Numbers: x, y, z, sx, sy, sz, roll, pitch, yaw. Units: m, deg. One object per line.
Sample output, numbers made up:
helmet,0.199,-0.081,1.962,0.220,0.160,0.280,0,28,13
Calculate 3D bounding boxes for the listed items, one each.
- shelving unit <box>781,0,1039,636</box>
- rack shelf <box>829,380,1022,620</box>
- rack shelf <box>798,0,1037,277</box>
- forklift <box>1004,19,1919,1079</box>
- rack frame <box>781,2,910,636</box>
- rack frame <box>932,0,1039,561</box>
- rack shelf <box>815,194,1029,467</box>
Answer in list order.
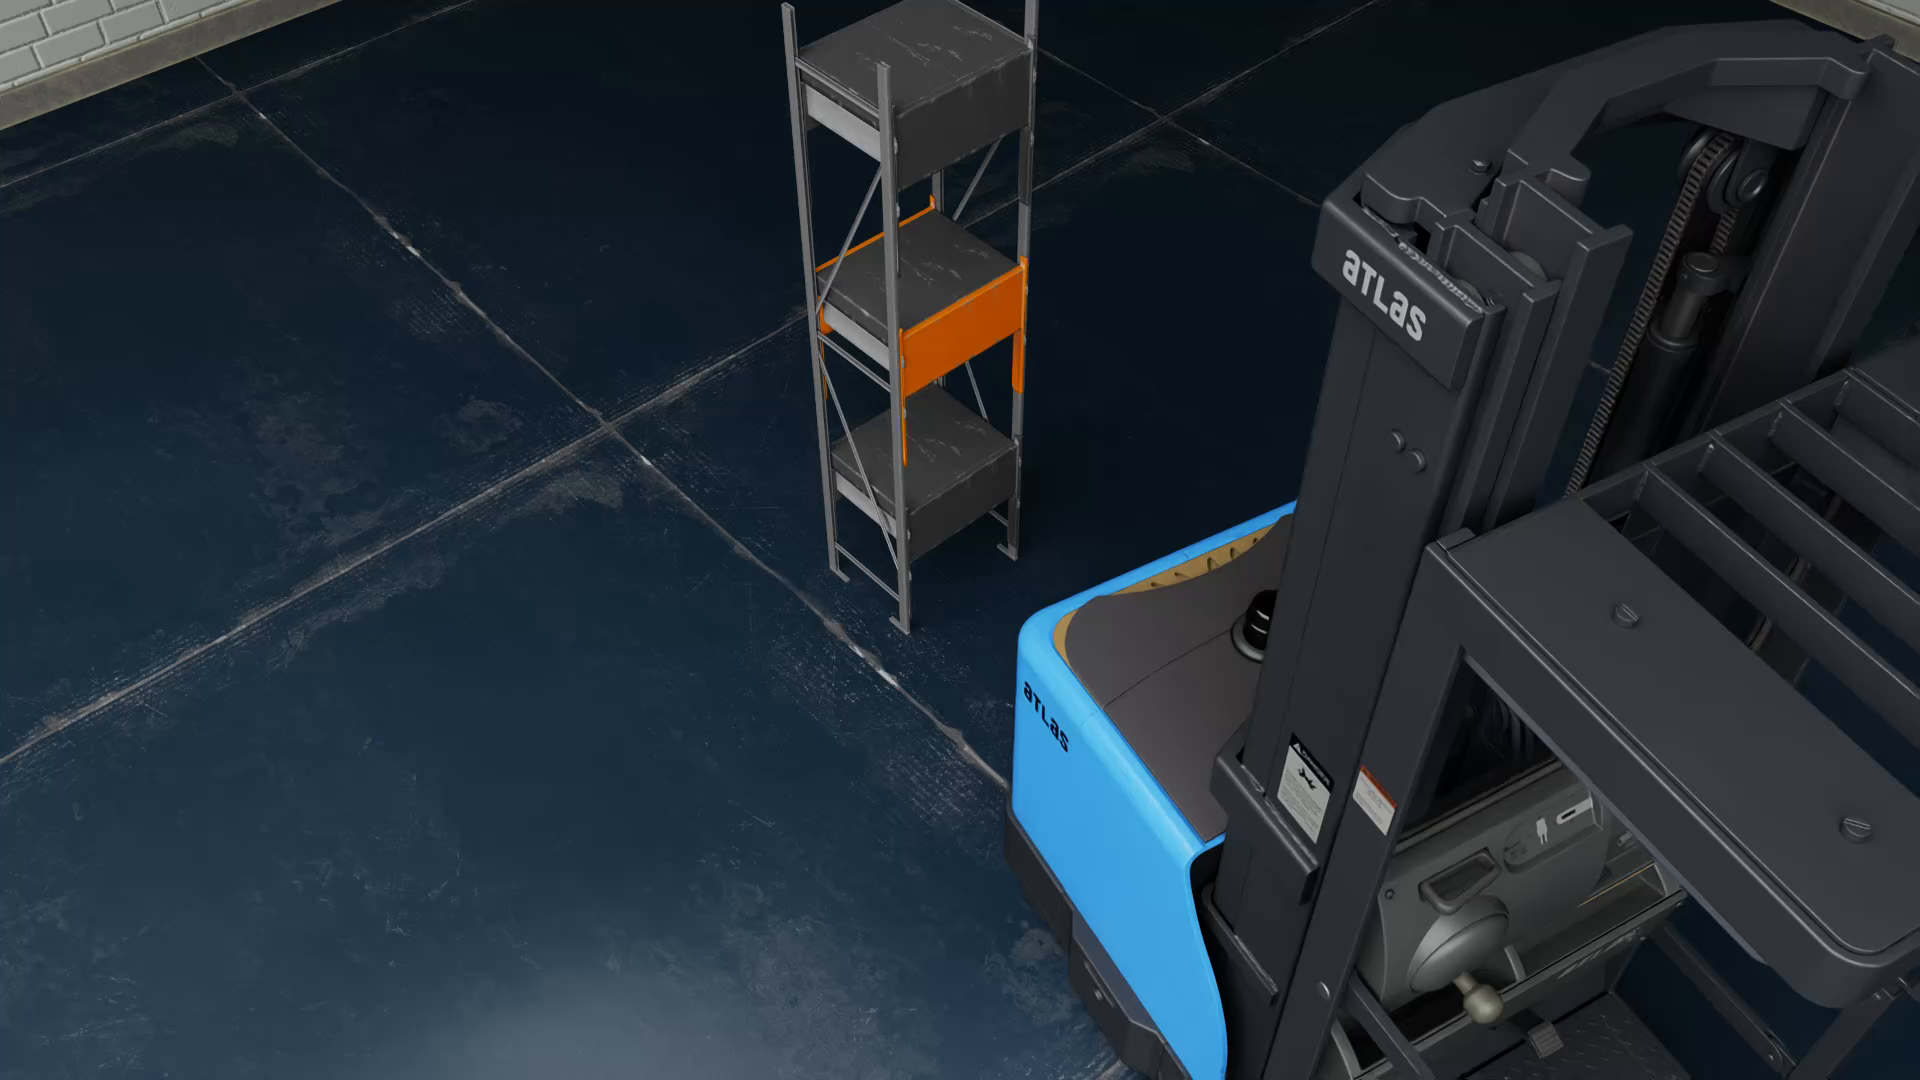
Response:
shelving unit,-0.122,-0.630,4.903,0.503,2.100,0.431,-34,56,-27
rack shelf,-0.122,-0.146,5.427,0.480,0.518,0.431,-34,56,-27
rack shelf,-0.122,-1.096,4.398,0.480,0.518,0.431,-34,56,-27
forklift,1.281,0.709,3.102,1.130,2.935,3.031,-22,51,-19
rack frame,-0.303,-0.510,4.791,0.015,2.100,0.400,-34,56,-27
rack frame,0.058,-0.751,5.014,0.015,2.100,0.400,-34,56,-27
rack shelf,-0.122,-0.621,4.913,0.480,0.518,0.431,-34,56,-27
